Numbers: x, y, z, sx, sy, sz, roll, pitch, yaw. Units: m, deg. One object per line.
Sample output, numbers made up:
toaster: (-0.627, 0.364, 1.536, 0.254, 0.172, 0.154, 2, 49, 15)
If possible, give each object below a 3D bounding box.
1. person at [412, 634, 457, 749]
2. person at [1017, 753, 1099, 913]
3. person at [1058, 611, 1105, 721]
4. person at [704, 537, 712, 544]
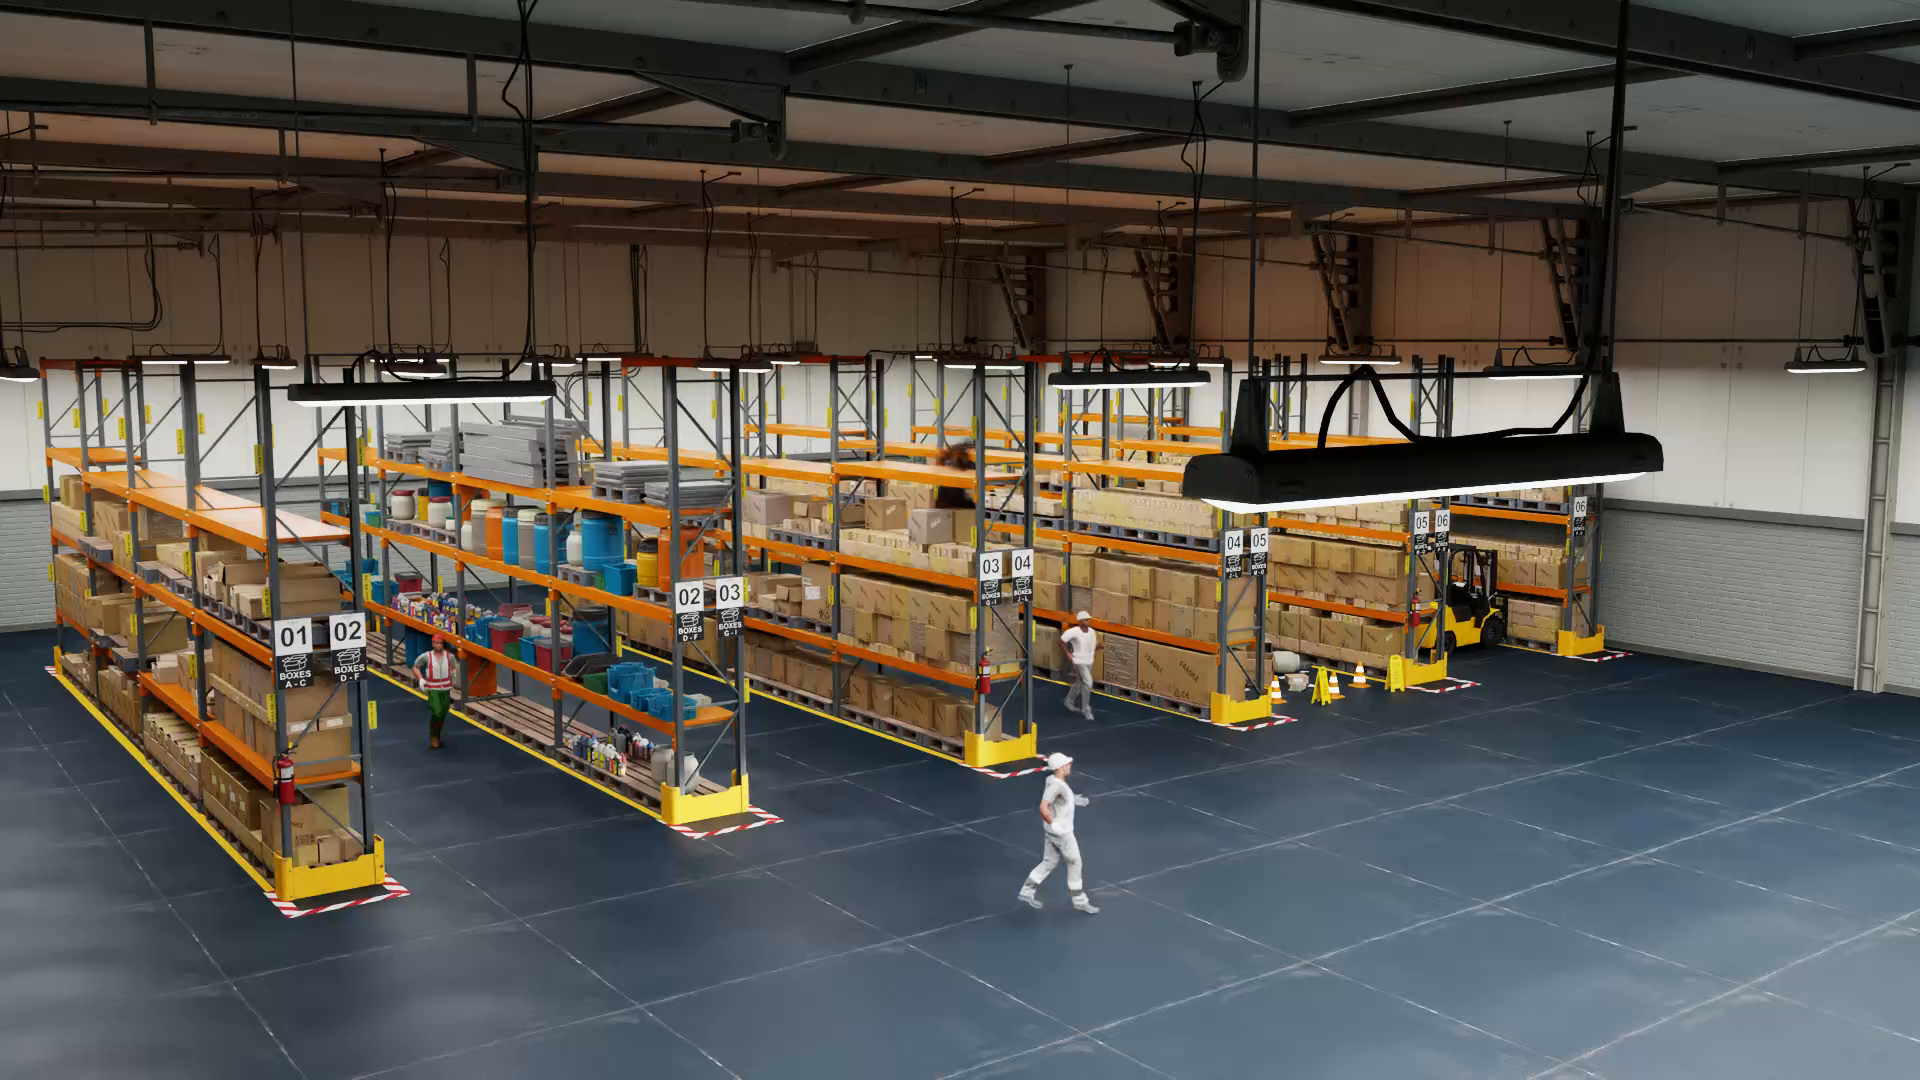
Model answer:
person: (-8.106, 2.349, 25.878, 0.631, 1.785, 0.701, -5, 9, -38)
person: (1.086, 3.224, 18.334, 0.905, 1.800, 0.632, -1, 7, -10)
person: (2.058, 2.101, 28.008, 0.790, 1.830, 0.675, 6, 9, 42)
person: (-6.099, 0.773, 39.448, 0.763, 1.658, 0.676, -2, 7, -17)
